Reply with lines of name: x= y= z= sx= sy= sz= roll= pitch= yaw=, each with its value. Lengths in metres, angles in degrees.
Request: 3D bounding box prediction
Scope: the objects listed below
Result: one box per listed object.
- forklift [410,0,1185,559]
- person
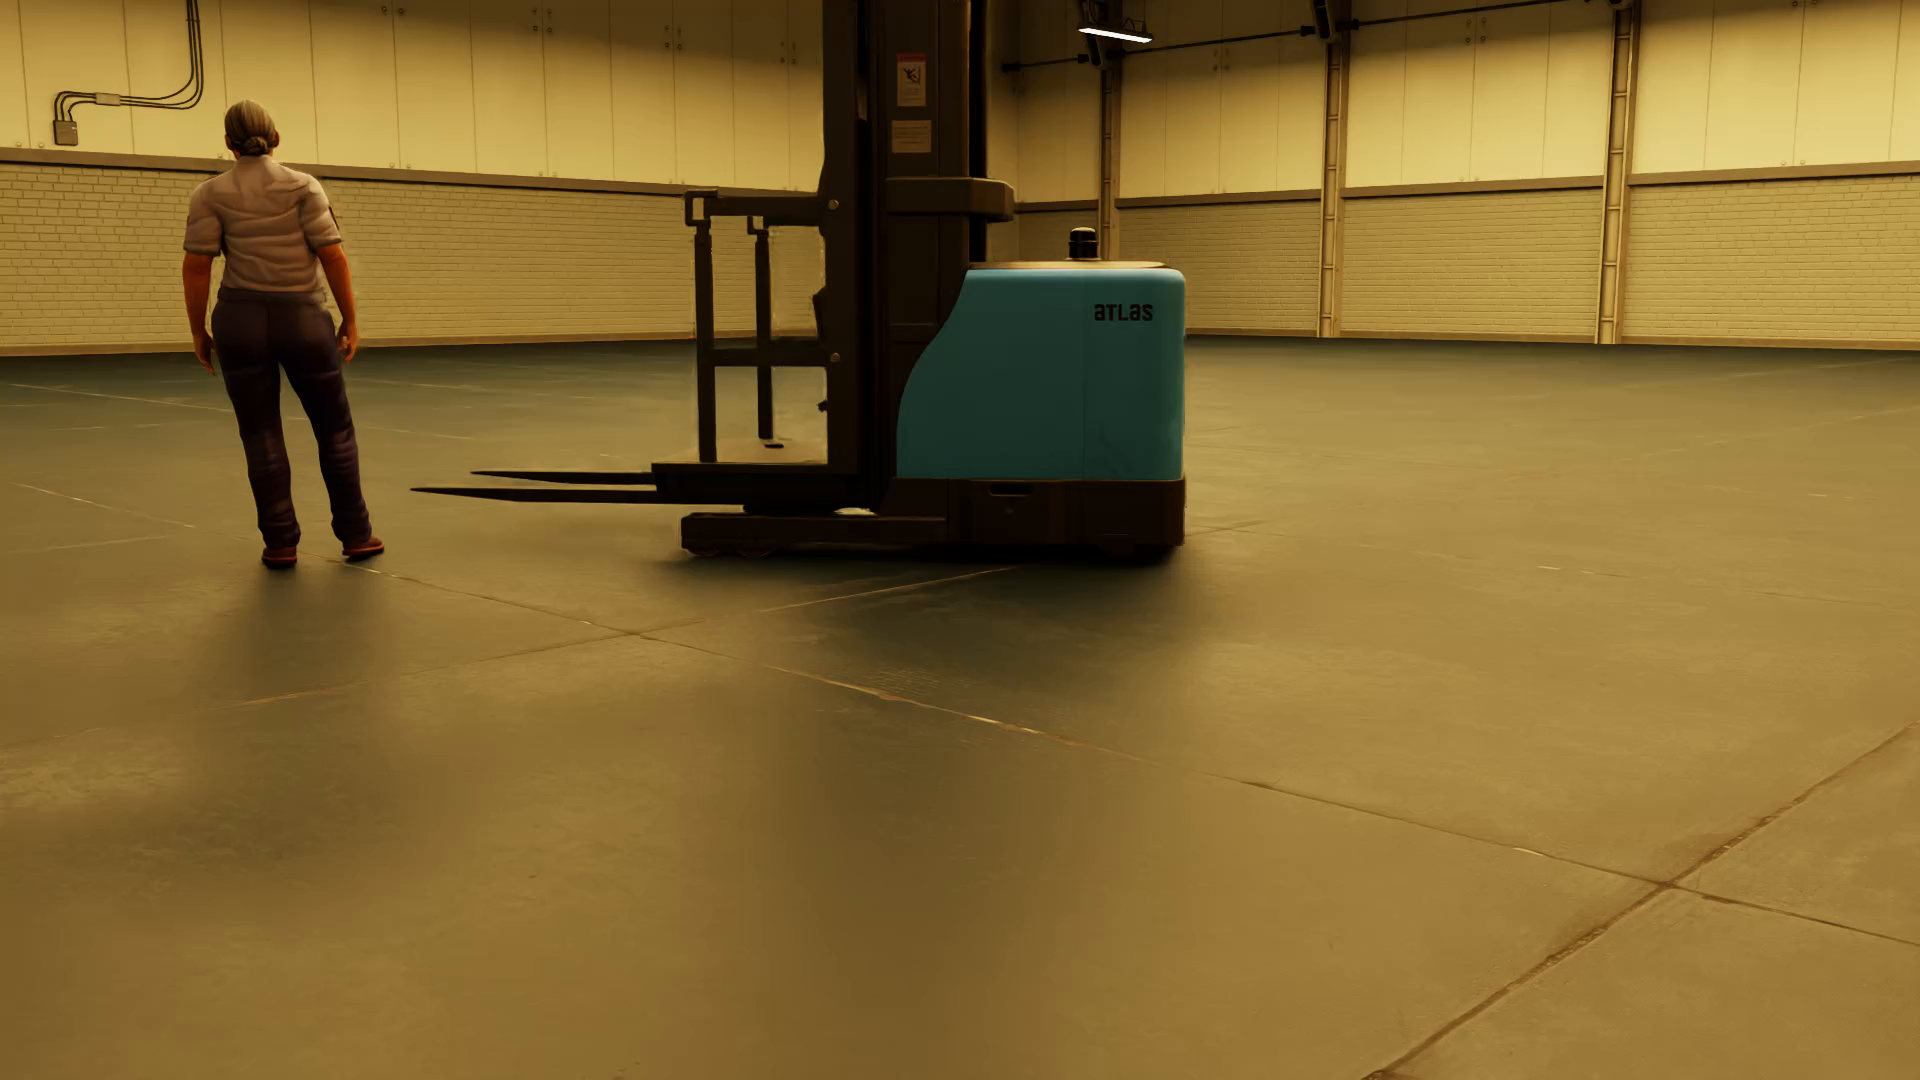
forklift: x=-0.633 y=-1.456 z=6.546 sx=3.031 sy=2.935 sz=1.130 roll=1 pitch=9 yaw=6
person: x=-2.468 y=-0.739 z=6.061 sx=0.604 sy=1.650 sz=0.503 roll=-2 pitch=9 yaw=-16
